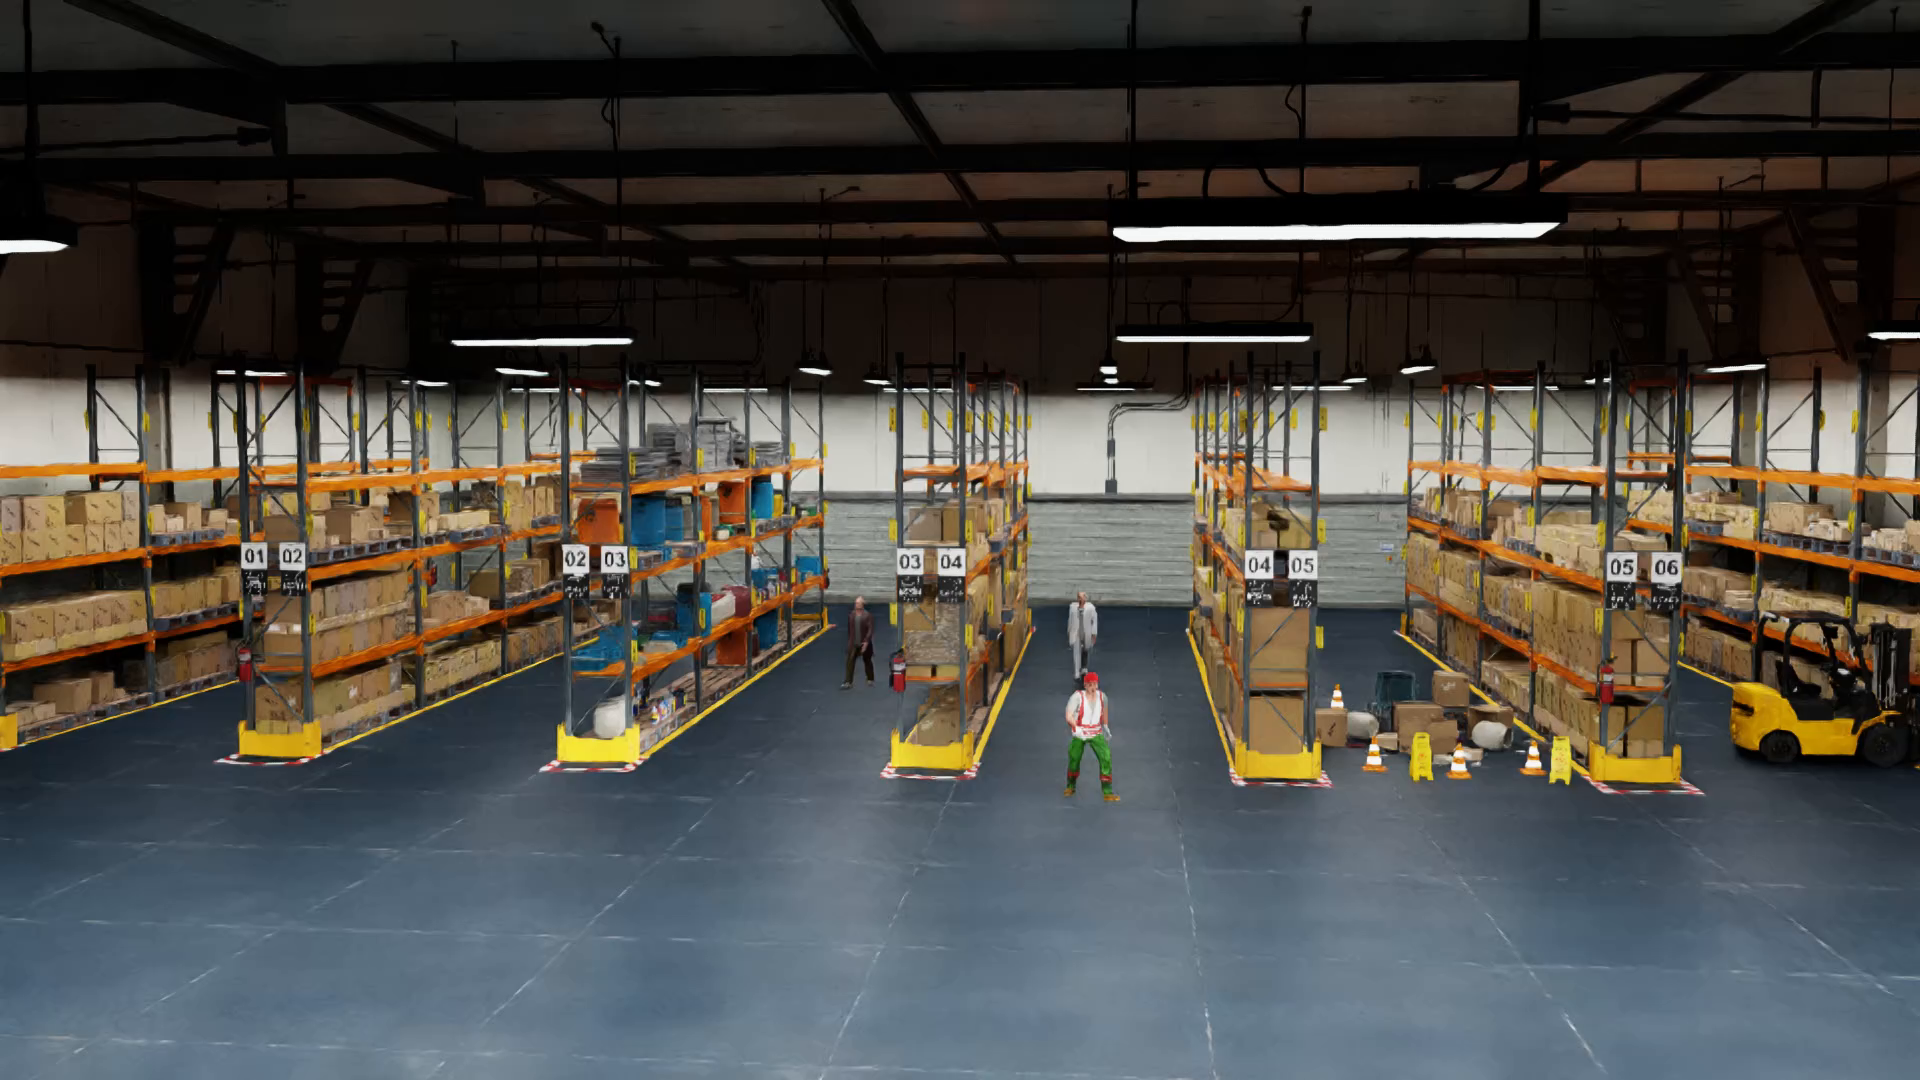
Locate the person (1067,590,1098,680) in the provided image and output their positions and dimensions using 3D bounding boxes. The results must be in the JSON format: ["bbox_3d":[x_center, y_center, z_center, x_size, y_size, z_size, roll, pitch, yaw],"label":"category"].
[{"bbox_3d":[2.391,1.832,32.434,0.600,1.725,1.109,0,4,5],"label":"person"}]

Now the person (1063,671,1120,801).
[{"bbox_3d":[1.704,2.569,22.013,0.686,1.716,0.838,-1,4,-10],"label":"person"}]

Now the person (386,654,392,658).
[{"bbox_3d":[-11.155,1.955,32.147,0.566,1.541,0.519,0,4,3],"label":"person"}]

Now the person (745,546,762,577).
[{"bbox_3d":[-5.590,0.977,45.028,0.543,1.641,0.892,-2,4,-21],"label":"person"}]

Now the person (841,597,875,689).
[{"bbox_3d":[-1.872,1.965,31.127,0.573,1.622,1.088,1,4,14],"label":"person"}]
